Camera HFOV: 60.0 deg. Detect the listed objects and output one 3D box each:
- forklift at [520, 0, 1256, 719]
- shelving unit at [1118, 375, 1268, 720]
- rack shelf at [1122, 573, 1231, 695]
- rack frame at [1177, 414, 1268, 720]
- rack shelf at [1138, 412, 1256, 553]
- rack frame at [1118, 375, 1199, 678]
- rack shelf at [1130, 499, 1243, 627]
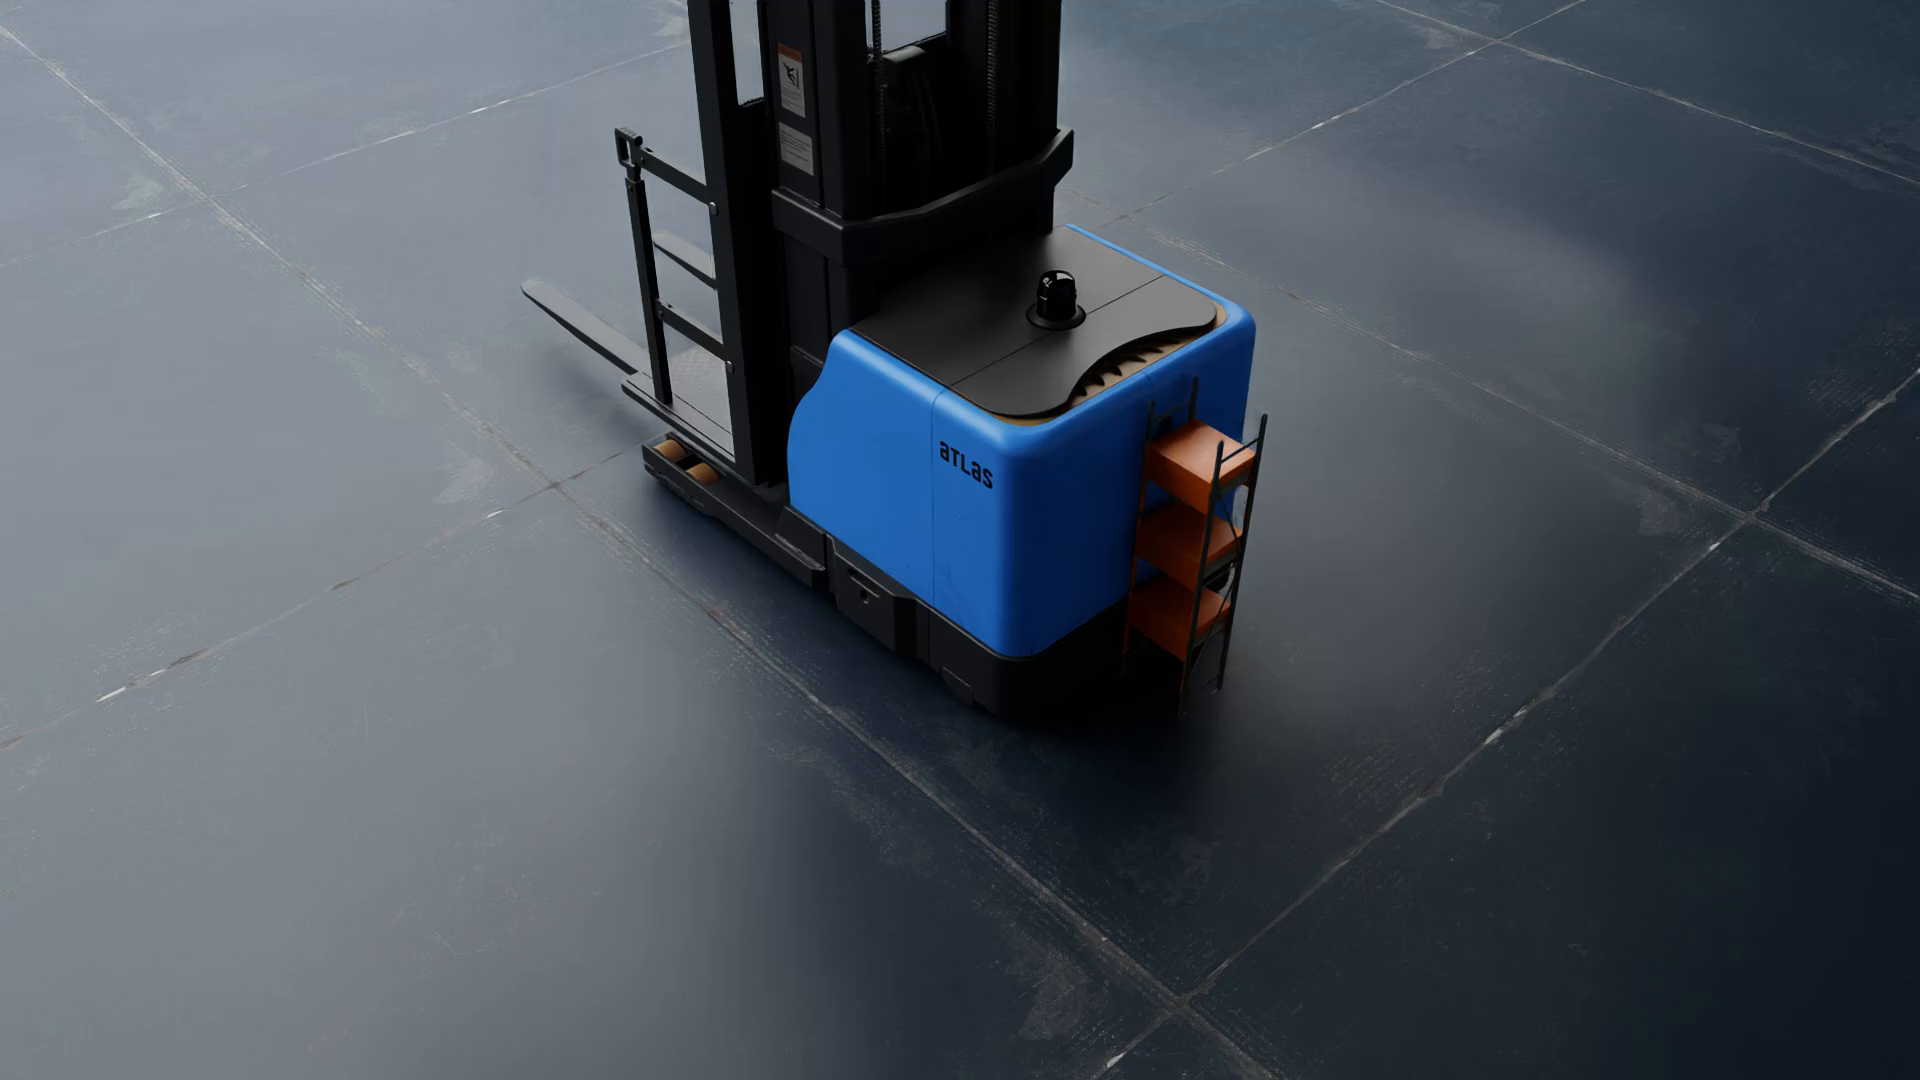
[{"bbox_3d":[-0.486,-1.439,5.199,1.130,2.935,3.031,-30,48,-32],"label":"forklift"},{"bbox_3d":[0.665,0.044,4.854,0.215,1.050,0.252,-30,49,-32],"label":"shelving unit"},{"bbox_3d":[0.659,0.265,5.040,0.215,0.259,0.240,-30,49,-32],"label":"rack shelf"},{"bbox_3d":[0.748,0.103,4.787,0.200,1.050,0.008,-30,49,-32],"label":"rack frame"},{"bbox_3d":[0.670,-0.165,4.678,0.215,0.259,0.240,-30,49,-32],"label":"rack shelf"},{"bbox_3d":[0.582,-0.014,4.921,0.200,1.050,0.008,-30,49,-32],"label":"rack frame"},{"bbox_3d":[0.665,0.052,4.861,0.215,0.259,0.240,-30,49,-32],"label":"rack shelf"}]
